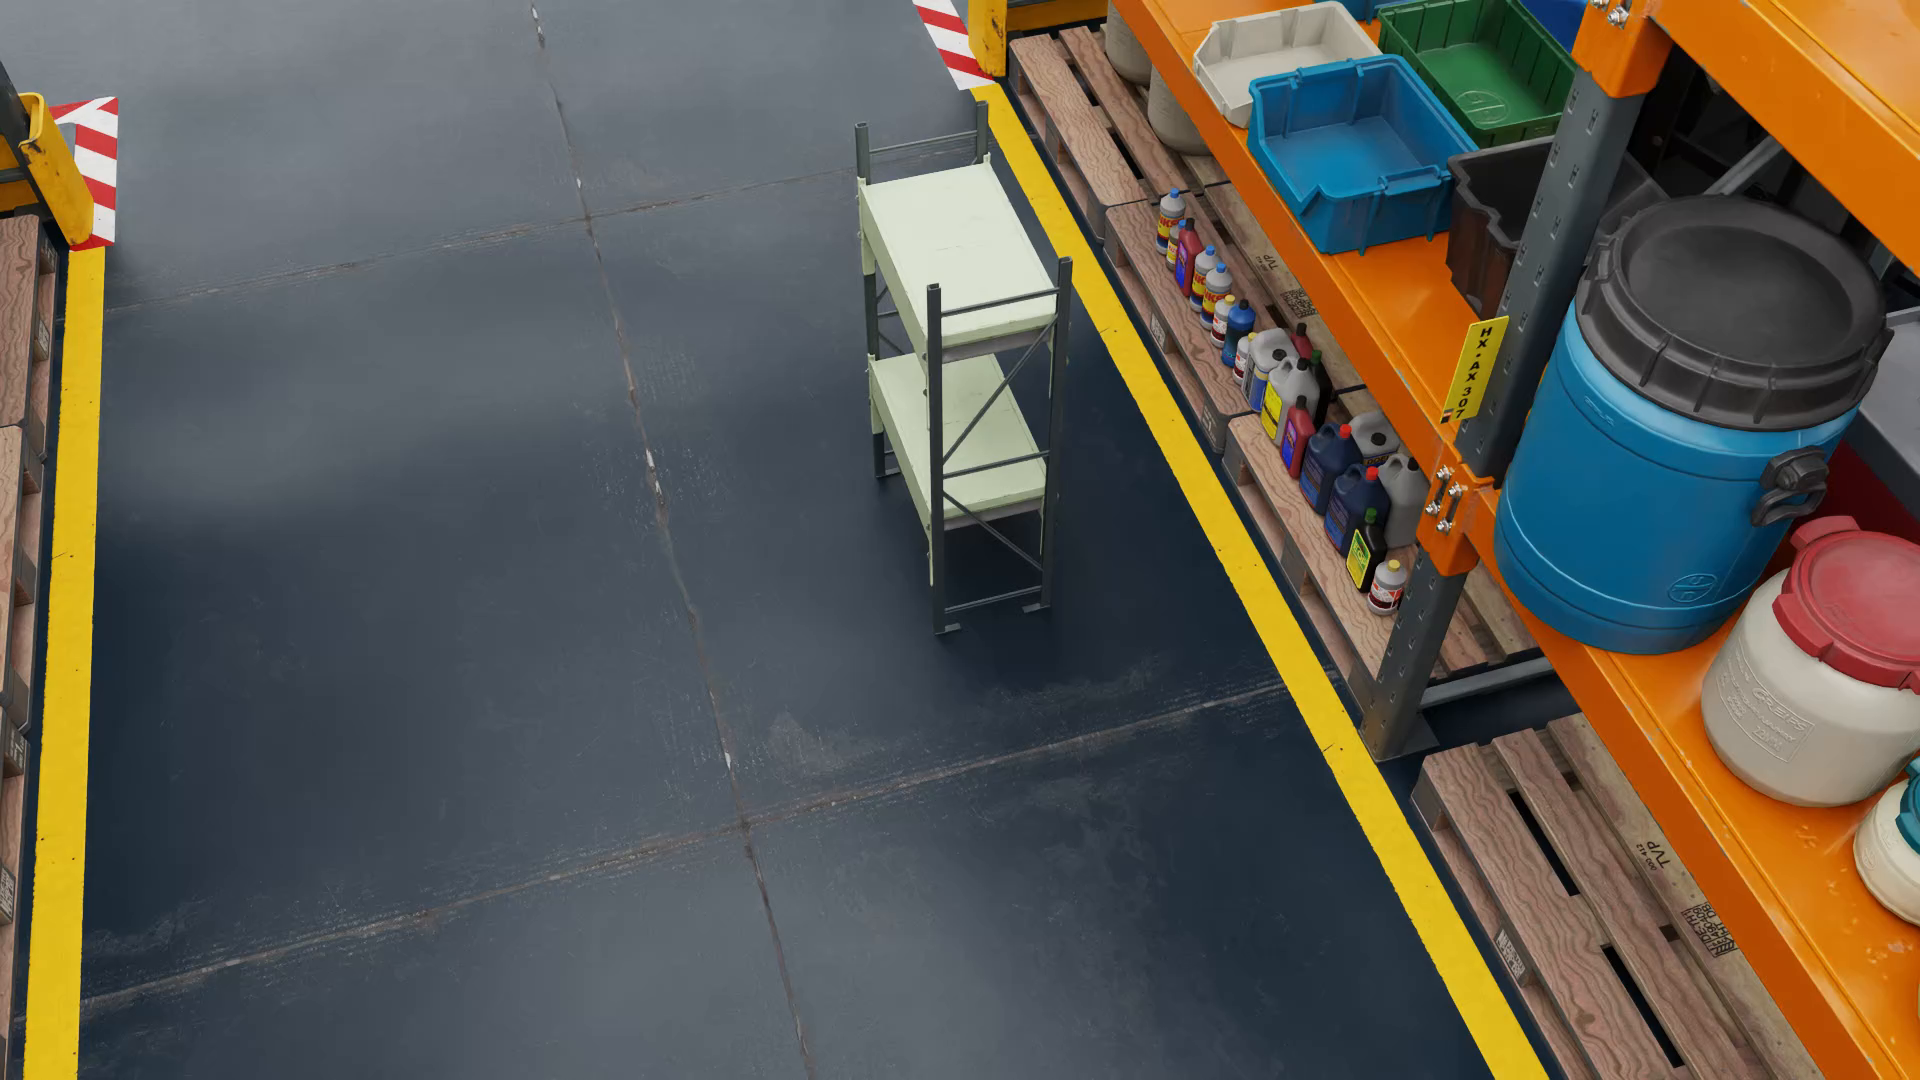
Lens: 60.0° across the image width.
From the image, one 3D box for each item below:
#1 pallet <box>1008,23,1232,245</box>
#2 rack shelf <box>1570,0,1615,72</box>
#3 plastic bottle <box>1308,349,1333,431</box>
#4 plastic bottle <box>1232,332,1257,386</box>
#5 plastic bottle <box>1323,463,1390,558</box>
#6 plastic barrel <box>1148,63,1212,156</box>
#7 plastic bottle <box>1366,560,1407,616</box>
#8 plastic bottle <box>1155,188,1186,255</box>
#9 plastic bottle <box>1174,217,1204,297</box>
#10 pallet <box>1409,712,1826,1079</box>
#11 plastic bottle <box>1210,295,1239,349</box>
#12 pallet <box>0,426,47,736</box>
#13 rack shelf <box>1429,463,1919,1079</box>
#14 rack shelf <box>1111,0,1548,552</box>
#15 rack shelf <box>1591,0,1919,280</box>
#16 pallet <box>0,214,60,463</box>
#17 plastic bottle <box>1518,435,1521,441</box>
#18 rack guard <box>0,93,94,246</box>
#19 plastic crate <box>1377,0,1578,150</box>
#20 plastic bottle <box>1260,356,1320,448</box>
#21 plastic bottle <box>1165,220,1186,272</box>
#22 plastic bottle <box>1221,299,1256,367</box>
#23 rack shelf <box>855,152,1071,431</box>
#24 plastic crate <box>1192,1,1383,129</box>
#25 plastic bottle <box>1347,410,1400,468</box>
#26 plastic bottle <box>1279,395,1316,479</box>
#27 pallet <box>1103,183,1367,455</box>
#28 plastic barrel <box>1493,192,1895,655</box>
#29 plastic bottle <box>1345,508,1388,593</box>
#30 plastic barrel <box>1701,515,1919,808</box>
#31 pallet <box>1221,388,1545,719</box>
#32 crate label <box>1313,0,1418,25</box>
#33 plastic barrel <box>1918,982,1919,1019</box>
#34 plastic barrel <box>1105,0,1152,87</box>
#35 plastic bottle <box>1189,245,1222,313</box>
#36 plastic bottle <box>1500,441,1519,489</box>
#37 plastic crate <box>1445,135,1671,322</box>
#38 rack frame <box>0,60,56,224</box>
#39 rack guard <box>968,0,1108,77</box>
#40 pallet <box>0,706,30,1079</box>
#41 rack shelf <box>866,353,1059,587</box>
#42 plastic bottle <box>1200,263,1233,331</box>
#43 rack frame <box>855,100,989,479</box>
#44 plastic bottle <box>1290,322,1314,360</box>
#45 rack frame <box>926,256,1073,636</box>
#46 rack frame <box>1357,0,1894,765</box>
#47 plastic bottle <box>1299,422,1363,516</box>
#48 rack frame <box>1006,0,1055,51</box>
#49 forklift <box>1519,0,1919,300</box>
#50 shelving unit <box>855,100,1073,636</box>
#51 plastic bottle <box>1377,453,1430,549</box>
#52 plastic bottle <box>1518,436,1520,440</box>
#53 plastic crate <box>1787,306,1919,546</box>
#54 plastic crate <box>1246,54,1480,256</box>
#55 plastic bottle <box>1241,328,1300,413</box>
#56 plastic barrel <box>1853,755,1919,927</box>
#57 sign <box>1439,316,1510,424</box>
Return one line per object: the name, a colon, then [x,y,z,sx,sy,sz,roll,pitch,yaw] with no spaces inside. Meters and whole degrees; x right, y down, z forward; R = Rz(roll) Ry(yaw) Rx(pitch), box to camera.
pallet: [0.866,-1.810,7.138,1.003,0.211,1.213,-13,51,-11]
rack shelf: [1.155,-2.623,4.508,1.077,0.370,4.000,-13,51,-11]
plastic bottle: [1.219,-0.516,5.712,0.061,0.283,0.133,-13,51,-11]
plastic bottle: [1.023,-0.648,5.877,0.097,0.201,0.097,0,50,0]
plastic bottle: [1.281,-0.120,5.334,0.144,0.351,0.185,-15,51,-12]
plastic barrel: [0.980,-1.852,6.702,0.421,0.512,0.421,0,50,0]
plastic bottle: [1.342,0.139,5.214,0.097,0.201,0.097,0,50,0]
plastic bottle: [0.802,-1.216,6.310,0.097,0.271,0.097,0,50,0]
plastic bottle: [0.852,-1.050,6.163,0.061,0.283,0.133,-13,51,-10]
pallet: [2.016,1.037,4.738,1.003,0.211,1.213,-13,51,-11]
plastic bottle: [0.963,-0.798,6.003,0.097,0.201,0.097,0,50,0]
pallet: [-3.582,0.217,5.429,1.003,0.211,1.213,-13,51,-11]
rack shelf: [2.338,1.266,3.192,1.077,0.370,4.000,-13,51,-11]
rack shelf: [1.155,-1.656,5.654,1.077,0.370,4.000,-13,51,-11]
rack shelf: [2.338,0.299,2.045,1.077,0.370,4.000,-13,51,-11]
pallet: [-3.939,-0.673,6.179,1.003,0.211,1.213,-13,51,-11]
plastic bottle: [1.904,-0.398,5.569,0.144,0.351,0.185,-12,51,-10]
rack guard: [-4.145,-1.367,6.576,1.175,0.500,0.348,-13,51,-11]
plastic crate: [1.615,-1.414,5.119,0.450,0.188,0.662,-13,51,-11]
plastic bottle: [1.129,-0.496,5.651,0.144,0.351,0.185,-14,51,-11]
plastic bottle: [0.833,-1.118,6.273,0.097,0.201,0.097,0,50,0]
plastic bottle: [0.993,-0.745,5.913,0.097,0.271,0.097,0,50,0]
rack shelf: [-0.002,-0.740,4.882,0.431,0.370,0.720,-13,51,-11]
plastic crate: [1.025,-1.471,5.200,0.530,0.136,0.437,-13,51,-11]
plastic bottle: [1.358,-0.288,5.525,0.152,0.276,0.135,-13,51,-11]
plastic bottle: [1.136,-0.348,5.570,0.061,0.283,0.133,-10,51,-9]
pallet: [1.224,-0.921,6.388,1.003,0.211,1.213,-13,51,-11]
plastic barrel: [1.572,-0.238,3.661,0.600,0.901,0.708,-13,51,-11]
plastic bottle: [1.289,0.030,5.252,0.061,0.283,0.133,-11,51,-9]
plastic barrel: [1.820,0.278,3.465,0.433,0.535,0.433,0,50,0]
pallet: [1.588,-0.028,5.636,1.003,0.211,1.213,-13,51,-11]
crate label: [1.367,-2.077,5.516,0.502,0.435,0.616,-13,51,-11]
plastic barrel: [2.037,0.814,3.013,0.433,0.535,0.433,0,50,0]
plastic barrel: [0.831,-2.218,7.011,0.421,0.512,0.421,0,50,0]
plastic bottle: [0.904,-0.966,6.099,0.097,0.271,0.097,0,50,0]
plastic bottle: [1.848,-0.230,5.471,0.061,0.283,0.133,-13,51,-11]
plastic crate: [1.713,-0.818,4.518,0.767,0.338,0.504,-13,51,-11]
rack frame: [-4.168,-2.228,5.667,1.000,3.000,0.127,-13,51,-11]
rack guard: [0.631,-2.498,7.529,1.175,0.500,0.348,-13,51,-11]
pallet: [-3.217,1.109,4.677,1.003,0.211,1.213,-13,51,-11]
rack shelf: [-0.002,-0.278,5.430,0.431,0.370,0.720,-13,51,-11]
plastic bottle: [0.933,-0.893,6.037,0.097,0.271,0.097,0,50,0]
rack frame: [-0.110,-0.756,5.406,0.400,1.500,0.023,-13,51,-11]
plastic bottle: [1.186,-0.618,5.798,0.061,0.283,0.133,-13,51,-11]
rack frame: [0.106,-0.221,4.955,0.400,1.500,0.023,-13,51,-11]
rack frame: [1.747,-0.427,4.148,1.000,3.000,0.127,-13,51,-11]
plastic bottle: [1.224,-0.260,5.452,0.144,0.351,0.185,-16,52,-13]
rack frame: [0.564,-3.348,6.611,1.000,3.000,0.127,-13,51,-11]
forklift: [3.082,-1.987,5.508,1.130,2.935,3.031,-28,55,-22]
shelving unit: [-0.002,-0.488,5.181,0.431,1.500,0.755,-13,51,-11]
plastic bottle: [1.419,-0.153,5.362,0.144,0.351,0.185,-13,51,-11]
plastic bottle: [1.767,-0.366,5.541,0.144,0.351,0.185,-13,51,-11]
plastic crate: [2.182,-0.163,3.884,0.402,0.464,0.583,-13,51,-11]
plastic crate: [1.160,-1.126,4.834,0.499,0.251,0.616,-13,51,-11]
plastic bottle: [1.084,-0.592,5.781,0.152,0.276,0.135,-12,51,-10]
plastic barrel: [1.992,0.619,3.357,0.301,0.262,0.301,0,50,0]
sign: [1.218,-0.400,3.944,0.100,0.325,0.005,-13,51,-11]
